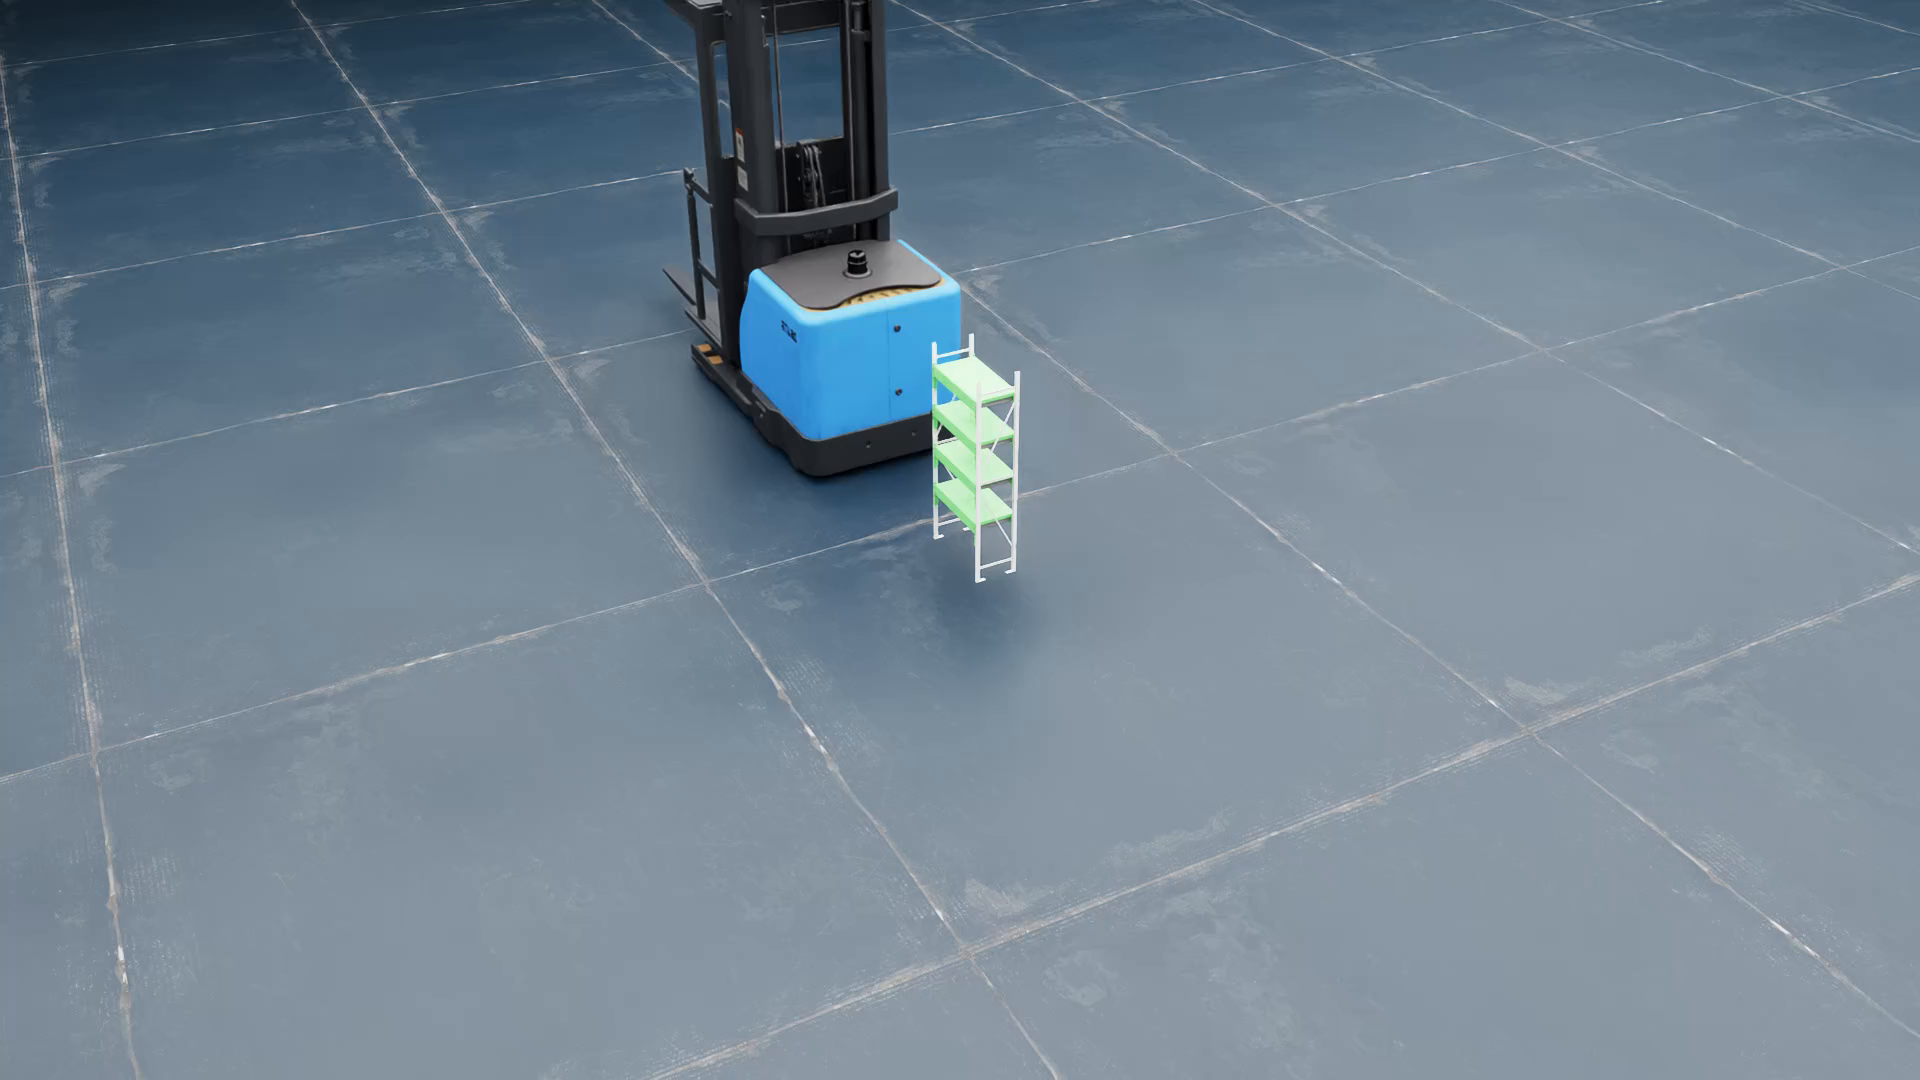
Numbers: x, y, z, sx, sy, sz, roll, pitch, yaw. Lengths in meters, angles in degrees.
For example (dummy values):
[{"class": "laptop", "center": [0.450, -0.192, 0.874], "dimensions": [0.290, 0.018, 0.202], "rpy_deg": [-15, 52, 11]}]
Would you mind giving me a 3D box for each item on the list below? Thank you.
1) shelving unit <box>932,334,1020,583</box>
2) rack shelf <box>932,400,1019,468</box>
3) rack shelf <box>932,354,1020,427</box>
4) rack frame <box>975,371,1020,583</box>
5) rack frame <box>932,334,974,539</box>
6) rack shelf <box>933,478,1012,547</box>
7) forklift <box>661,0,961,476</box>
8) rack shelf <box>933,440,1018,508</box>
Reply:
[{"class": "shelving unit", "center": [0.077, -0.426, 8.803], "dimensions": [0.258, 1.200, 0.503], "rpy_deg": [-16, 36, -23]}, {"class": "rack shelf", "center": [0.077, -0.574, 8.708], "dimensions": [0.258, 0.148, 0.480], "rpy_deg": [-16, 36, -23]}, {"class": "rack shelf", "center": [0.077, -0.777, 8.579], "dimensions": [0.258, 0.148, 0.480], "rpy_deg": [-16, 36, -23]}, {"class": "rack frame", "center": [0.191, -0.310, 8.621], "dimensions": [0.240, 1.200, 0.015], "rpy_deg": [-16, 36, -23]}, {"class": "rack frame", "center": [-0.037, -0.543, 8.985], "dimensions": [0.240, 1.200, 0.015], "rpy_deg": [-16, 36, -23]}, {"class": "rack shelf", "center": [0.077, -0.170, 8.967], "dimensions": [0.258, 0.148, 0.480], "rpy_deg": [-16, 36, -23]}, {"class": "forklift", "center": [-1.120, -2.377, 10.244], "dimensions": [1.130, 2.935, 3.031], "rpy_deg": [-16, 36, -23]}, {"class": "rack shelf", "center": [0.077, -0.372, 8.837], "dimensions": [0.258, 0.148, 0.480], "rpy_deg": [-16, 36, -23]}]
